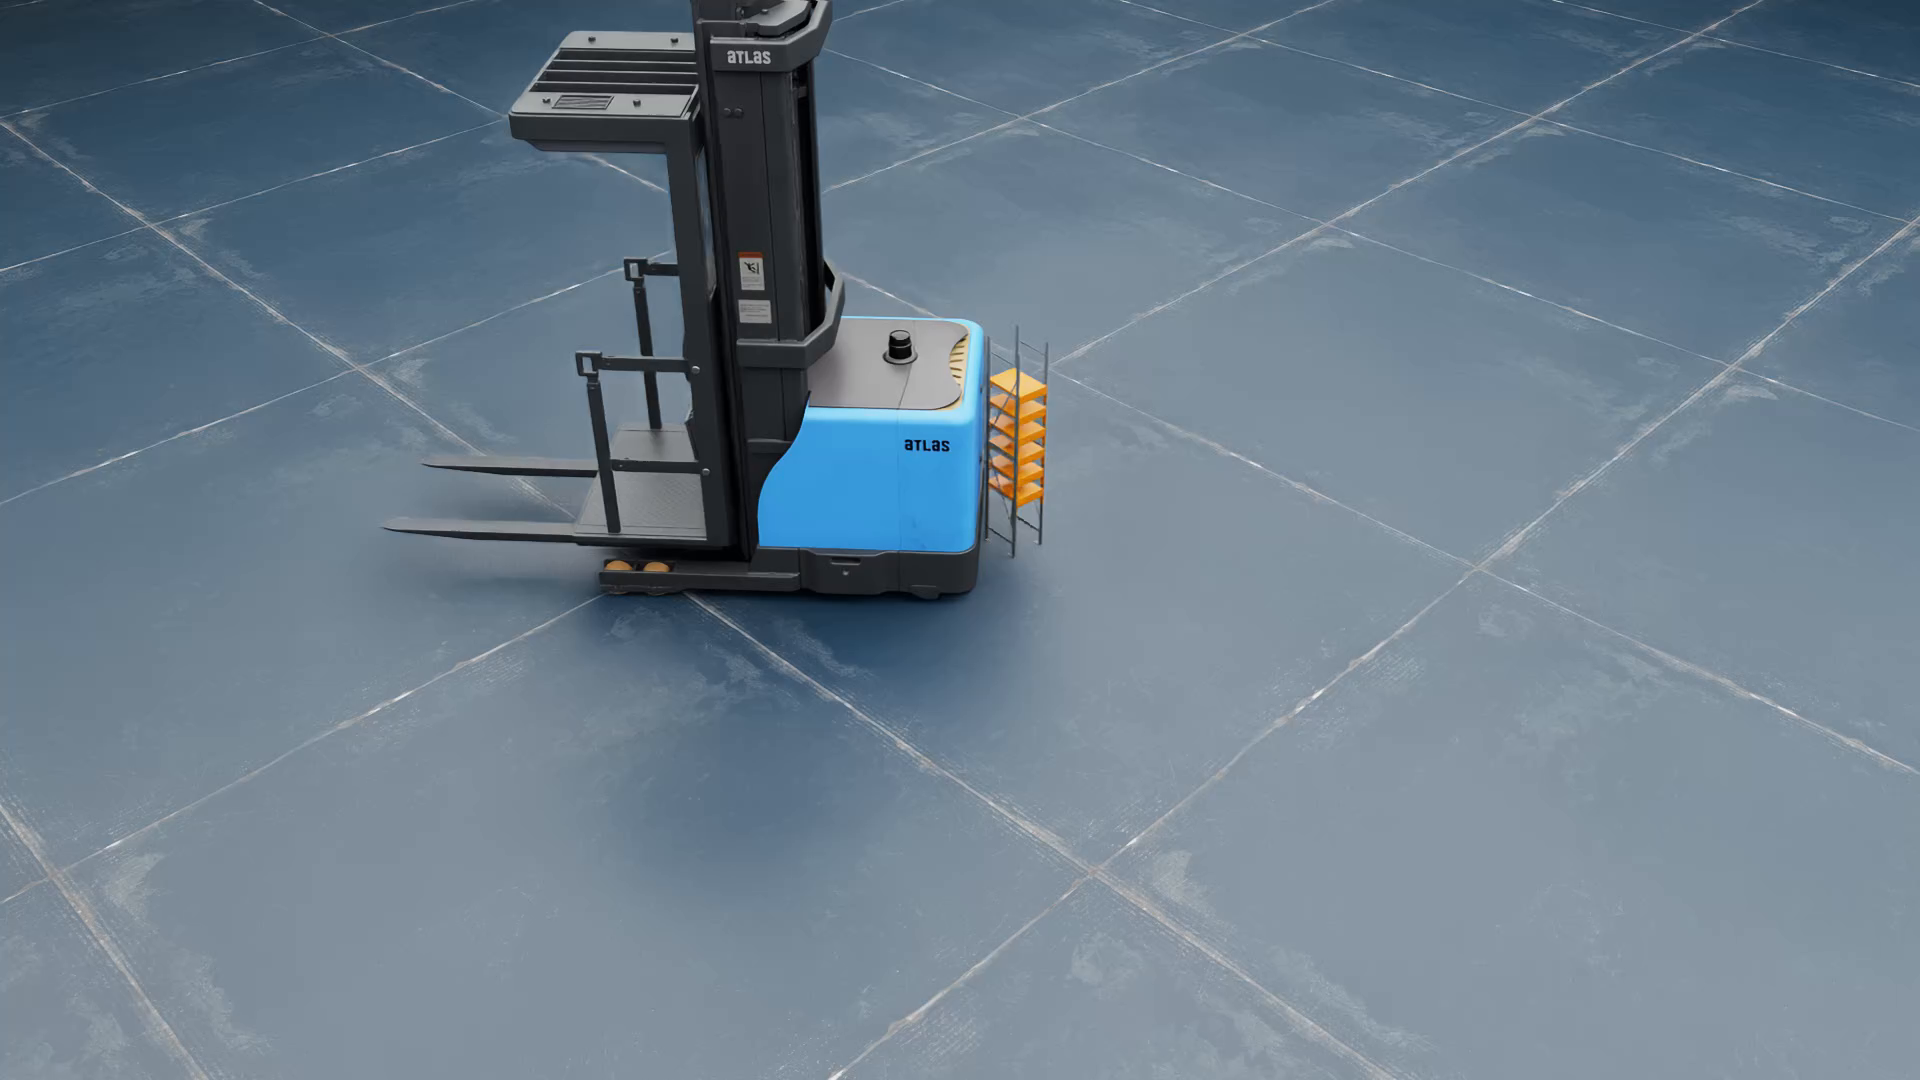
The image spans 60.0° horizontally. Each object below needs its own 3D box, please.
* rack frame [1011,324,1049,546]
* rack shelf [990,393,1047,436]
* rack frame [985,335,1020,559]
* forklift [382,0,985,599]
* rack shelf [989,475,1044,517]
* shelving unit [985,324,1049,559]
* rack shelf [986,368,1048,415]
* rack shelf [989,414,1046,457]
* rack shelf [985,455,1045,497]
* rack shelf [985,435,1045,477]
[{"bbox_3d":[0.351,-0.513,8.427,0.006,1.200,0.240,-25,42,-31],"label":"rack frame"},{"bbox_3d":[0.280,-0.640,8.268,0.180,0.103,0.258,-25,42,-31],"label":"rack shelf"},{"bbox_3d":[0.209,-0.447,8.332,0.006,1.200,0.240,-25,42,-31],"label":"rack frame"},{"bbox_3d":[-1.405,-1.224,7.933,3.031,2.935,1.130,2,35,3],"label":"forklift"},{"bbox_3d":[0.280,-0.247,8.542,0.180,0.103,0.258,-25,42,-31],"label":"rack shelf"},{"bbox_3d":[0.280,-0.480,8.380,0.189,1.200,0.258,-25,42,-31],"label":"shelving unit"},{"bbox_3d":[0.280,-0.739,8.199,0.180,0.103,0.258,-25,42,-31],"label":"rack shelf"},{"bbox_3d":[0.280,-0.542,8.336,0.180,0.103,0.258,-25,42,-31],"label":"rack shelf"},{"bbox_3d":[0.280,-0.345,8.474,0.180,0.103,0.258,-25,42,-31],"label":"rack shelf"},{"bbox_3d":[0.280,-0.443,8.405,0.180,0.103,0.258,-25,42,-31],"label":"rack shelf"}]
